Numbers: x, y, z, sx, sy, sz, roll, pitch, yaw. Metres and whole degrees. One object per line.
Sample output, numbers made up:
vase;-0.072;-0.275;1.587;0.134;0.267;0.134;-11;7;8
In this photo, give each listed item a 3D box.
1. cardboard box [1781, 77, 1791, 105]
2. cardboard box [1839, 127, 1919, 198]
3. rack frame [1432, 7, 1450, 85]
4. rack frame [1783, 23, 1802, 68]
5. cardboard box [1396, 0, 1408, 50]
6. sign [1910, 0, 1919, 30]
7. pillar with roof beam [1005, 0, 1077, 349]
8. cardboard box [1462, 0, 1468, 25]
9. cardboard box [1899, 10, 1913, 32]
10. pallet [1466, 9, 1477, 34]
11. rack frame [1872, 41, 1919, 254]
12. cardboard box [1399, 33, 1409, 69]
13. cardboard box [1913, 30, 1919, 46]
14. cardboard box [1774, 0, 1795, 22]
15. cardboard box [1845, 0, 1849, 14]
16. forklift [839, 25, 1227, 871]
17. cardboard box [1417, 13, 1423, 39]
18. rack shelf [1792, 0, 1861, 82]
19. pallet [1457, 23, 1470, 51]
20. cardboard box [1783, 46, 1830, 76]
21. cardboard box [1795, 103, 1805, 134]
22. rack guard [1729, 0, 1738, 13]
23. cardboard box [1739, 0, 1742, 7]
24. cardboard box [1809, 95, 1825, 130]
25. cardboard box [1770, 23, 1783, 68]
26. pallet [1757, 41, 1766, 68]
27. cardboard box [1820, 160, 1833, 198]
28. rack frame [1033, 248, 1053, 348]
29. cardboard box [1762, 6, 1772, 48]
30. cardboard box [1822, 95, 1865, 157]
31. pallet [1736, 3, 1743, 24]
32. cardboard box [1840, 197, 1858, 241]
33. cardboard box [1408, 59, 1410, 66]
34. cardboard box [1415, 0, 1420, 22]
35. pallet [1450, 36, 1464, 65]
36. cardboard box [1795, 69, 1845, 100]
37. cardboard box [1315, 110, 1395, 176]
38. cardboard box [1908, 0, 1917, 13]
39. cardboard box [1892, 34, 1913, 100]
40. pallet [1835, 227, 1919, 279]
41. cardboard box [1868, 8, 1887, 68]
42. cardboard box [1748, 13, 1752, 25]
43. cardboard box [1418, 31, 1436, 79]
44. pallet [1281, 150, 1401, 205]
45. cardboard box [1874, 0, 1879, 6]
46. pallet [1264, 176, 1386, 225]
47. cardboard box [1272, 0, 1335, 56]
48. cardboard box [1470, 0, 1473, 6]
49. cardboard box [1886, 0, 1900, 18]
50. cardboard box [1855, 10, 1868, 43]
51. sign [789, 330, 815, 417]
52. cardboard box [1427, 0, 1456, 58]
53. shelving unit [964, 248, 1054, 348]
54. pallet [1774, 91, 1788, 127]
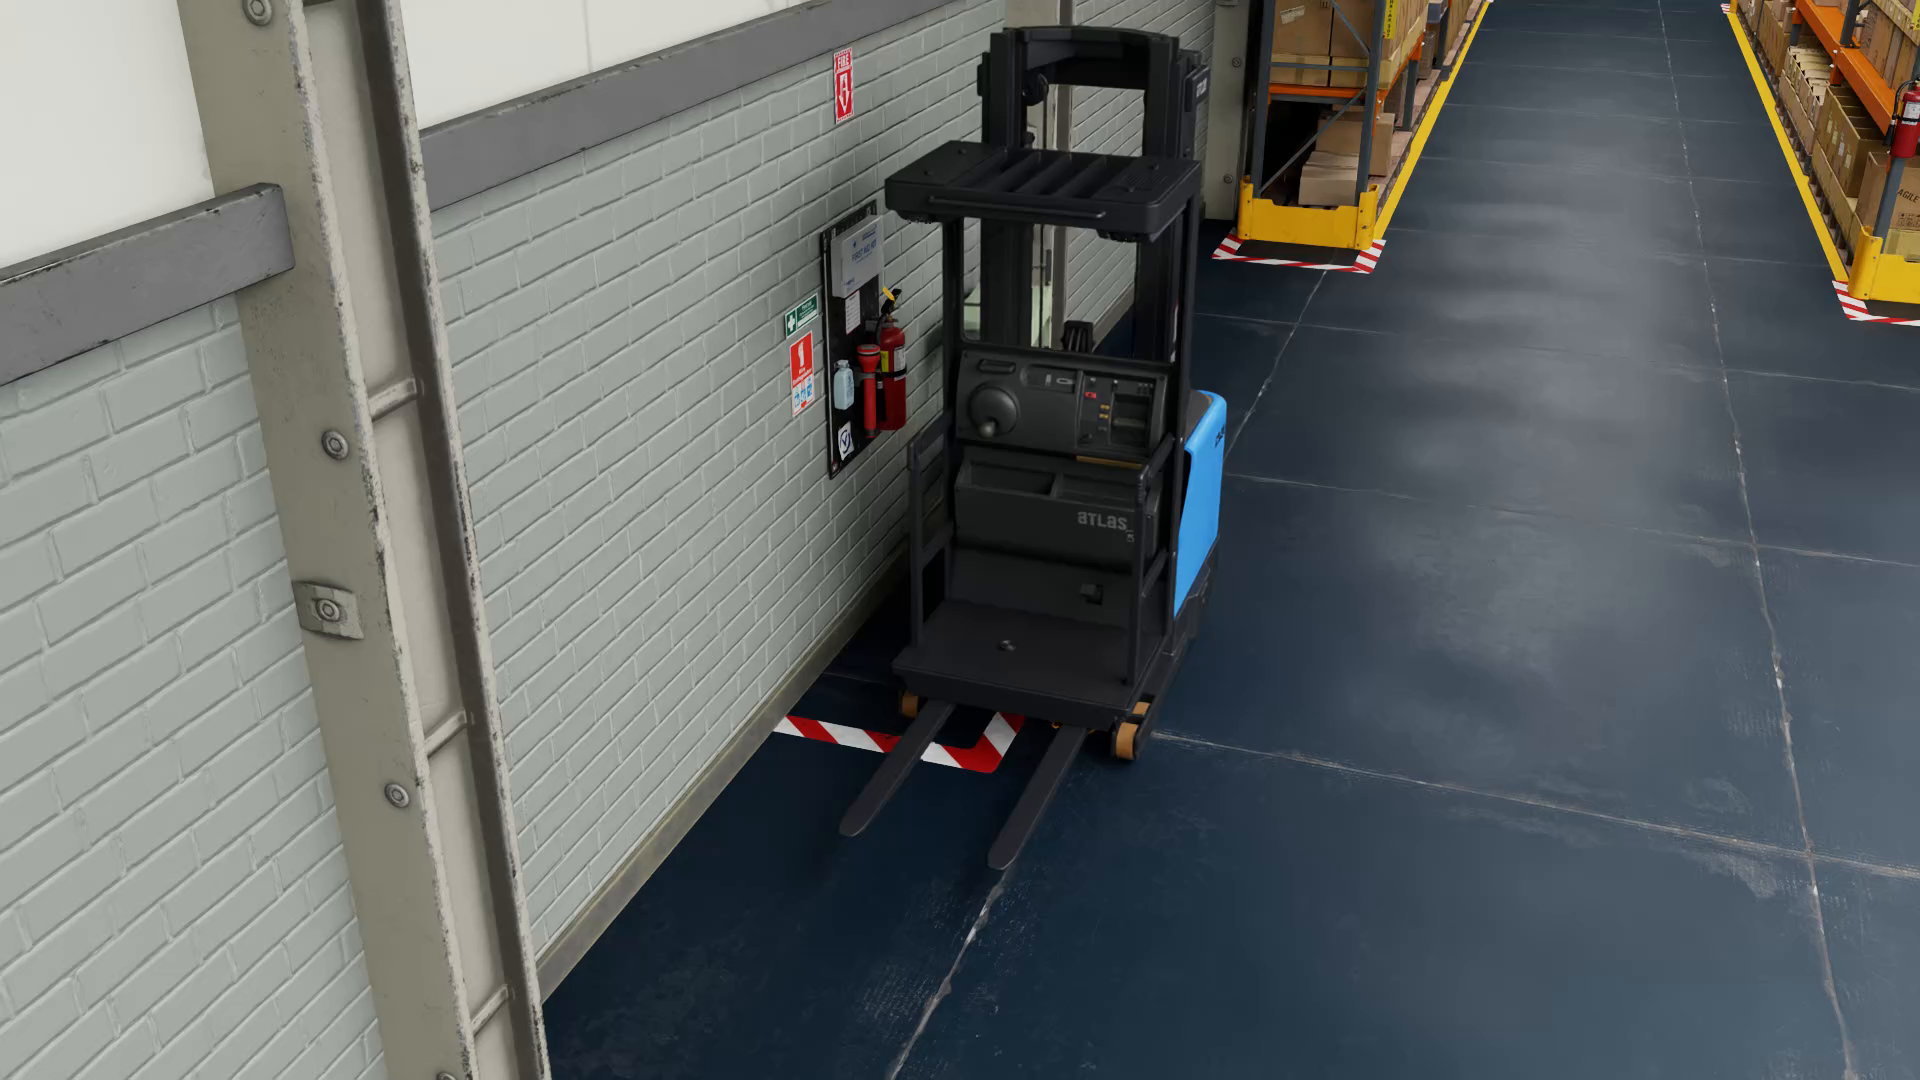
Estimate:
cardboard box;9.747;-5.129;19.075;0.500;0.250;0.500;8;27;16
cardboard box;7.919;-3.235;14.302;0.500;0.500;0.500;9;27;17
rack frame;5.692;-7.274;20.831;1.000;3.000;0.127;9;27;17
rack frame;10.365;-6.557;19.351;1.000;3.000;0.127;9;27;17
cardboard box;3.646;-4.620;14.638;0.500;0.500;0.500;9;27;18
sign;7.195;-3.982;12.431;0.100;0.325;0.005;9;27;17
pillar with roof beam;4.510;-4.010;7.205;9.100;9.000;0.400;9;27;17
cardboard box;6.929;-7.853;24.013;0.750;0.750;0.750;9;27;18
cardboard box;8.079;-4.323;13.878;0.380;0.149;0.250;10;27;19
pallet;7.350;-7.964;25.456;1.003;0.211;1.213;9;27;17
rack frame;7.702;-3.269;12.561;1.000;3.000;0.127;9;27;17
cardboard box;3.826;-4.506;15.264;0.500;0.250;0.500;8;27;17
cardboard box;7.821;-4.004;13.218;0.380;0.149;0.250;8;27;17
cardboard box;10.806;-6.831;21.419;0.500;0.250;0.500;8;27;16
cardboard box;9.646;-5.694;17.453;0.500;0.500;0.500;9;27;18
forklift;0.364;-0.559;7.041;1.130;2.935;3.031;9;27;18
cardboard box;4.315;-5.129;16.551;0.500;0.250;0.500;9;27;18
rack shelf;9.699;-5.411;17.810;1.077;0.370;4.000;9;27;17
pallet;6.837;-7.335;24.156;1.003;0.211;1.213;9;27;17
cardboard box;9.913;-5.588;19.380;0.500;0.311;0.500;10;27;19
cardboard box;9.238;-4.495;17.765;0.500;0.250;0.500;9;27;19
rack guard;13.001;-8.688;26.621;1.175;0.500;0.348;9;27;17
cardboard box;12.412;-8.417;25.843;0.500;0.250;0.500;9;27;17
cardboard box;8.898;-4.325;16.771;0.500;0.311;0.500;9;27;17
cardboard box;10.627;-6.261;21.103;0.500;0.500;0.500;8;27;16
pallet;11.461;-6.606;22.652;1.003;0.211;1.213;9;27;17
cardboard box;8.251;-3.309;15.315;0.500;0.250;0.500;9;27;17
rack frame;0.312;-0.932;9.453;0.400;1.500;0.023;5;26;11
cardboard box;11.138;-6.890;22.401;0.500;0.500;0.500;9;27;18
cardboard box;8.425;-3.850;15.573;0.500;0.500;0.500;9;27;17
pallet;12.737;-8.230;26.007;1.003;0.211;1.213;9;27;17
cardboard box;7.757;-2.691;14.040;0.500;0.250;0.500;9;27;17
cardboard box;4.923;-5.431;19.389;0.700;0.500;0.500;9;27;18
cardboard box;4.157;-5.259;15.958;0.500;0.500;0.500;8;27;16
pallet;6.433;-6.832;23.117;1.003;0.211;1.213;9;27;17
cardboard box;9.404;-4.951;18.062;0.500;0.311;0.500;8;27;17
cardboard box;3.826;-3.859;16.142;0.700;0.500;0.500;7;27;14
cardboard box;8.224;-4.534;13.569;0.700;0.500;0.500;9;27;18
cardboard box;8.211;-3.924;13.798;0.700;0.500;0.500;9;27;18
pallet;7.917;-2.335;13.830;1.003;0.211;1.213;9;27;17
cardboard box;8.722;-4.557;15.106;0.700;0.500;0.500;8;27;17
cardboard box;11.686;-7.554;24.176;0.380;0.149;0.250;9;27;17
cardboard box;5.502;-6.043;20.653;0.700;0.500;0.500;9;27;18
pallet;3.766;-3.591;16.424;1.003;0.211;1.213;9;27;17
cardboard box;8.594;-4.958;15.190;0.380;0.149;0.250;8;27;16
pallet;3.359;-3.091;15.392;1.003;0.211;1.213;9;27;17
cardboard box;2.986;-4.490;14.370;0.500;0.500;0.500;8;27;17
cardboard box;7.712;-8.691;26.144;0.700;0.500;0.500;9;27;19
cardboard box;8.336;-4.638;14.527;0.380;0.149;0.250;8;27;16
cardboard box;9.156;-5.054;16.419;0.500;0.250;0.500;11;28;21
sign;-0.689;-0.727;7.270;0.001;0.329;0.234;9;27;17
cardboard box;6.060;-6.778;21.793;0.750;0.750;0.750;8;27;17
shelving unit;0.234;-0.776;9.131;0.431;1.500;0.755;5;26;11
pallet;10.054;-4.969;19.271;1.003;0.211;1.213;9;27;17
